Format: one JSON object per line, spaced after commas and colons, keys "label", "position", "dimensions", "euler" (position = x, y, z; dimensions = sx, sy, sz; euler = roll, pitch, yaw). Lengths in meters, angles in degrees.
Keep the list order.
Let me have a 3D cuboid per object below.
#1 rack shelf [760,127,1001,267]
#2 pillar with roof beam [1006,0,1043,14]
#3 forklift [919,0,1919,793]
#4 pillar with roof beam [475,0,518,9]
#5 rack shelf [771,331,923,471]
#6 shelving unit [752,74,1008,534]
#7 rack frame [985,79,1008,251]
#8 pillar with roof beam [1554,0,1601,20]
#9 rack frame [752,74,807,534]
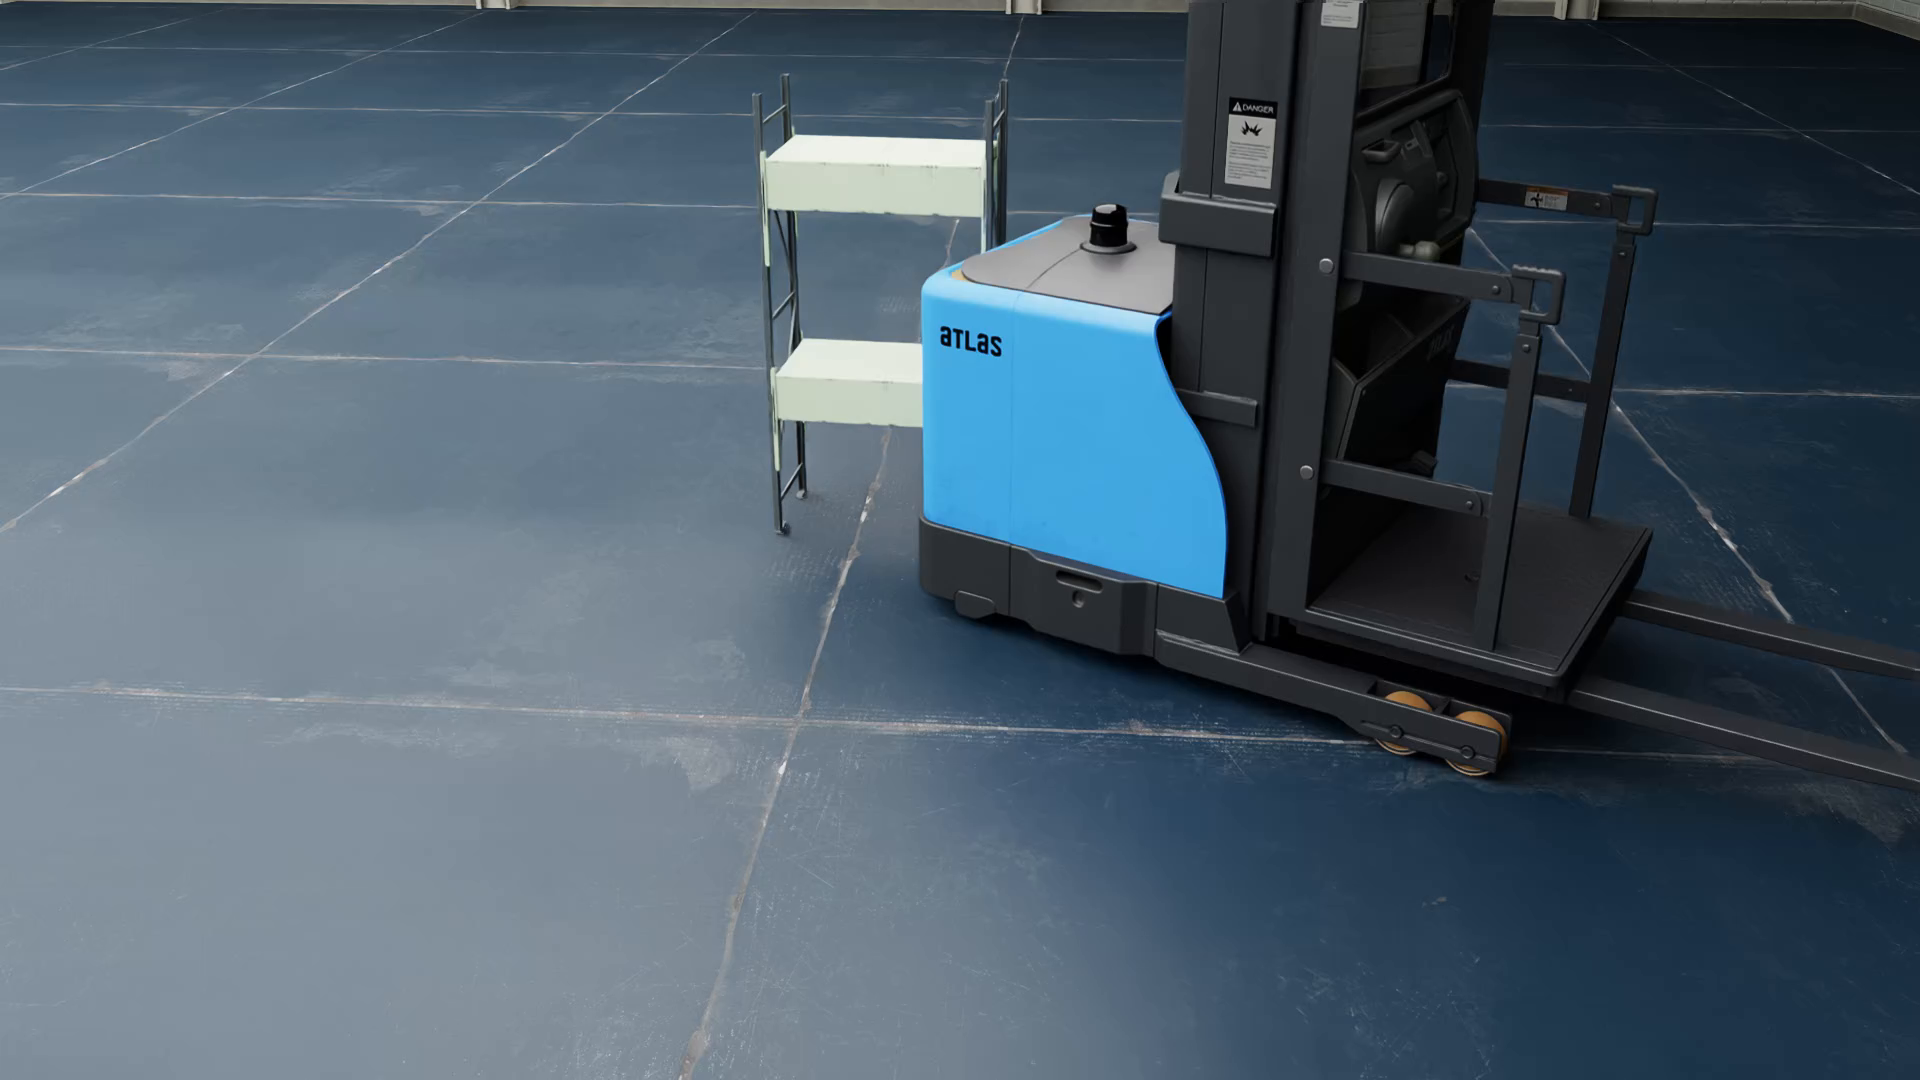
{"label": "rack shelf", "position": [-0.245, -1.118, 5.451], "dimensions": [0.720, 0.370, 0.431], "euler": [4, 25, 8]}
{"label": "pillar with roof beam", "position": [0.388, -8.173, 12.746], "dimensions": [0.400, 9.000, 9.100], "euler": [2, 25, 4]}
{"label": "forklift", "position": [1.390, -0.962, 4.334], "dimensions": [3.031, 2.935, 1.130], "euler": [15, 29, 29]}
{"label": "pillar with roof beam", "position": [-5.594, -8.365, 13.163], "dimensions": [0.400, 9.000, 9.100], "euler": [2, 25, 4]}
{"label": "rack shelf", "position": [-0.245, -0.467, 5.750], "dimensions": [0.720, 0.370, 0.431], "euler": [4, 25, 8]}
{"label": "shelving unit", "position": [-0.245, -0.763, 5.614], "dimensions": [0.755, 1.500, 0.431], "euler": [4, 25, 8]}
{"label": "rack frame", "position": [0.117, -0.741, 5.565], "dimensions": [0.023, 1.500, 0.400], "euler": [4, 25, 8]}
{"label": "pillar with roof beam", "position": [6.371, -7.981, 12.329], "dimensions": [0.400, 9.000, 9.100], "euler": [2, 25, 4]}
{"label": "rack frame", "position": [-0.607, -0.785, 5.663], "dimensions": [0.023, 1.500, 0.400], "euler": [4, 25, 8]}
